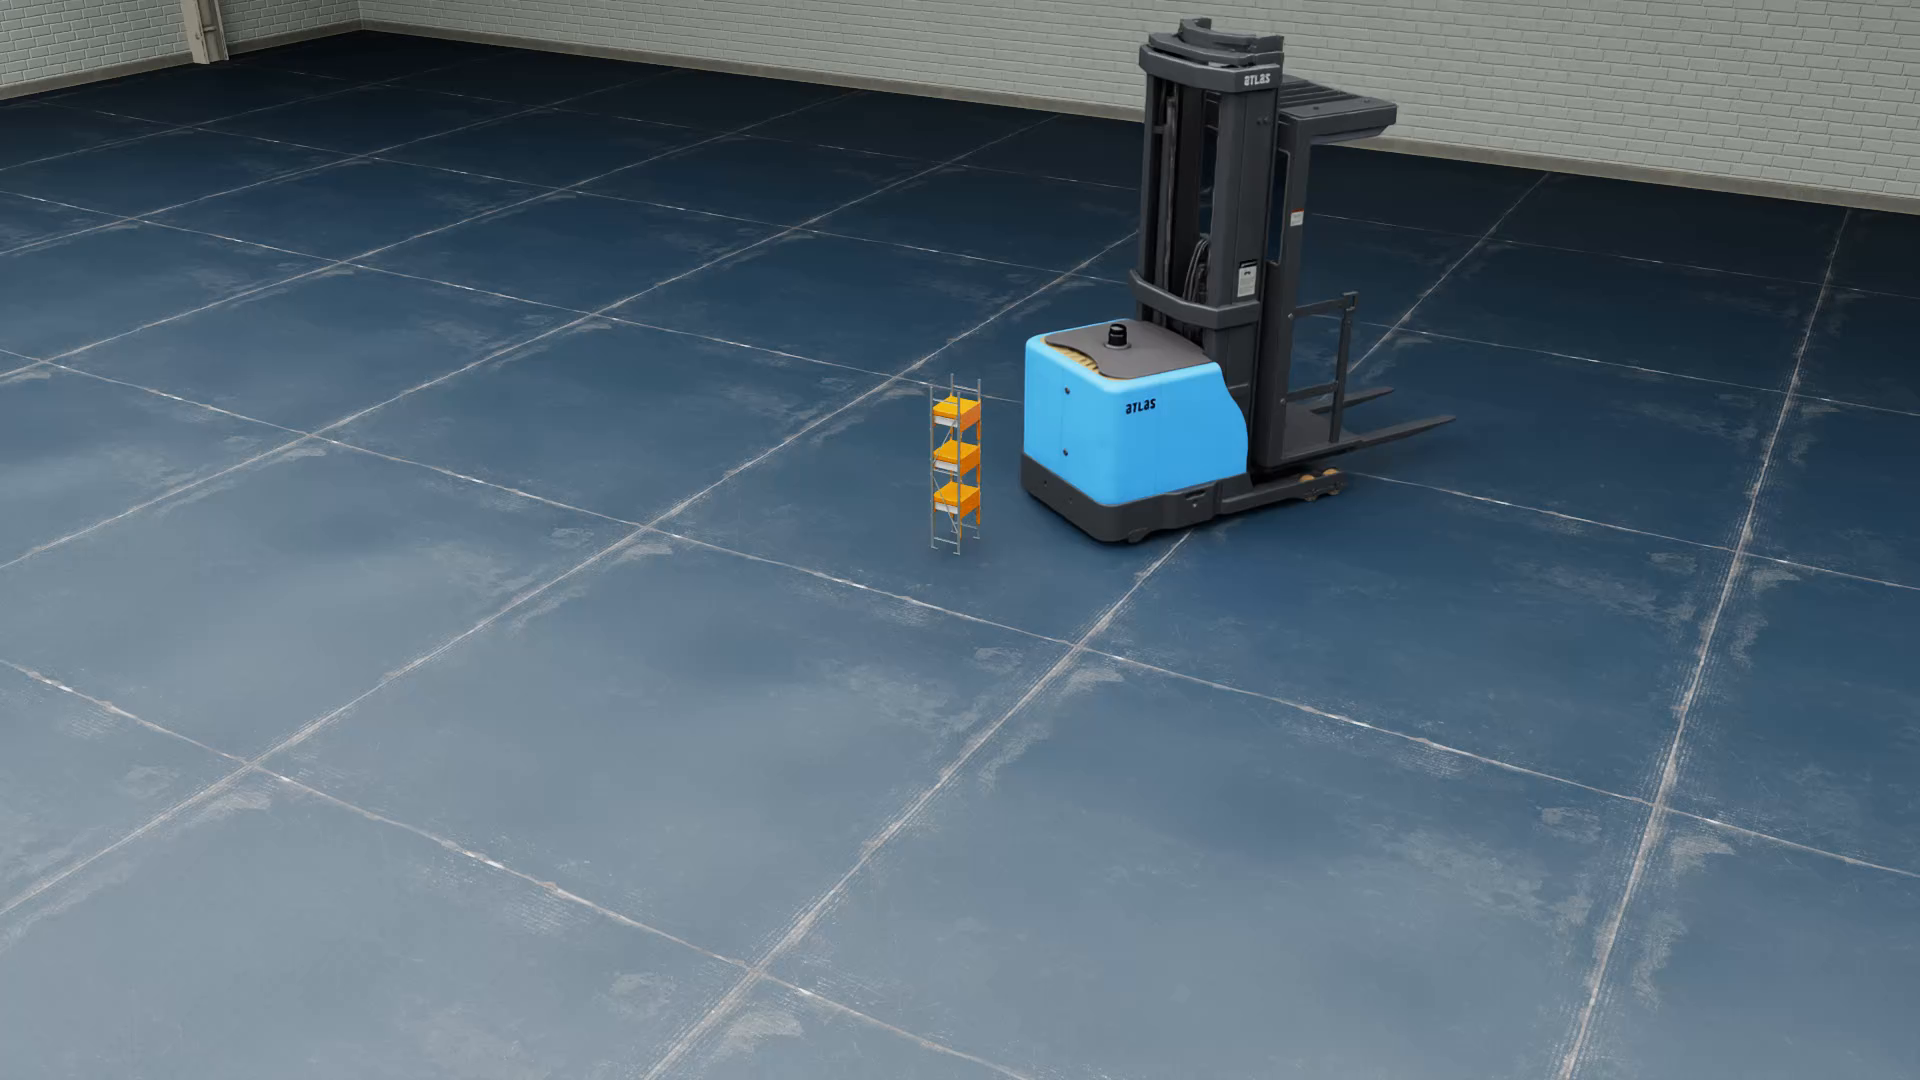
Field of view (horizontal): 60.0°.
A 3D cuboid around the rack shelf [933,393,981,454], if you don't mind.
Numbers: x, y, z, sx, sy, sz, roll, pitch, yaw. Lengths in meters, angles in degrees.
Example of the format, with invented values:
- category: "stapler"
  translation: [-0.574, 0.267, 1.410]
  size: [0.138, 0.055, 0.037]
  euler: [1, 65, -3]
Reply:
- category: "rack shelf"
  translation: [-0.026, -0.693, 9.851]
  size: [0.215, 0.259, 0.240]
  euler: [14, 30, 26]

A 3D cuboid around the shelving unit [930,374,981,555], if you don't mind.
- category: "shelving unit"
  translation: [-0.026, -0.449, 9.973]
  size: [0.215, 1.050, 0.252]
  euler: [14, 30, 26]

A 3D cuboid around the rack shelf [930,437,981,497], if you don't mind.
- category: "rack shelf"
  translation: [-0.026, -0.439, 9.978]
  size: [0.215, 0.259, 0.240]
  euler: [14, 30, 26]

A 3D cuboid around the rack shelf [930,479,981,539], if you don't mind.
- category: "rack shelf"
  translation: [-0.026, -0.191, 10.102]
  size: [0.215, 0.259, 0.240]
  euler: [14, 30, 26]

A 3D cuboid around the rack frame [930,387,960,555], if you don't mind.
- category: "rack frame"
  translation: [-0.086, -0.401, 9.878]
  size: [0.200, 1.050, 0.008]
  euler: [14, 30, 26]

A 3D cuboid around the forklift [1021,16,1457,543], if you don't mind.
- category: "forklift"
  translation: [1.934, -1.754, 10.479]
  size: [3.031, 2.935, 1.130]
  euler: [-14, 30, -26]

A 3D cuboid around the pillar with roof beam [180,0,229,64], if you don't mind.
- category: "pillar with roof beam"
  translation: [-7.132, -10.036, 20.246]
  size: [9.100, 9.000, 0.400]
  euler: [14, 30, 26]

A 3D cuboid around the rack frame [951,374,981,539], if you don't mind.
- category: "rack frame"
  translation: [0.034, -0.496, 10.068]
  size: [0.200, 1.050, 0.008]
  euler: [14, 30, 26]
